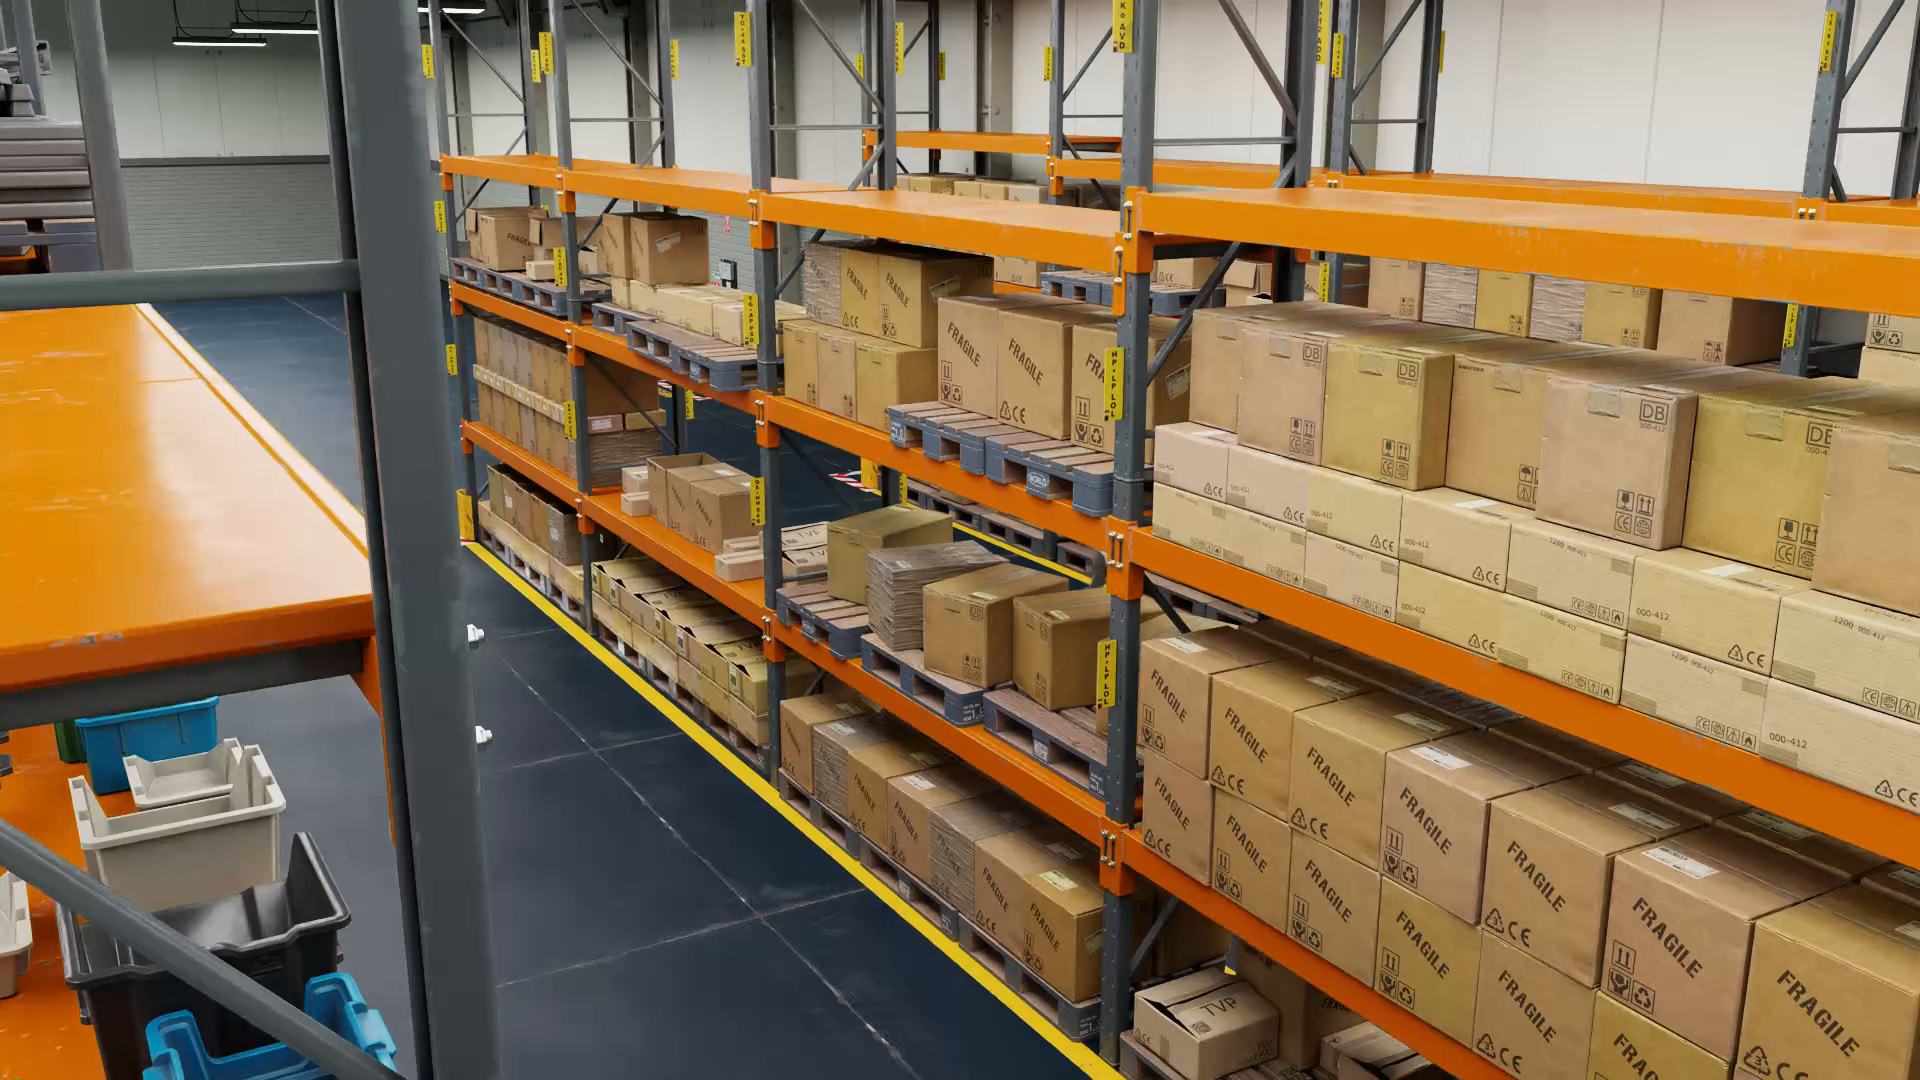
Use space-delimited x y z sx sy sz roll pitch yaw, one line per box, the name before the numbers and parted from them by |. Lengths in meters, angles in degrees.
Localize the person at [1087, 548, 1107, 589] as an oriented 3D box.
person | 1.383 0.094 14.550 0.498 1.624 1.009 -8 17 -27
